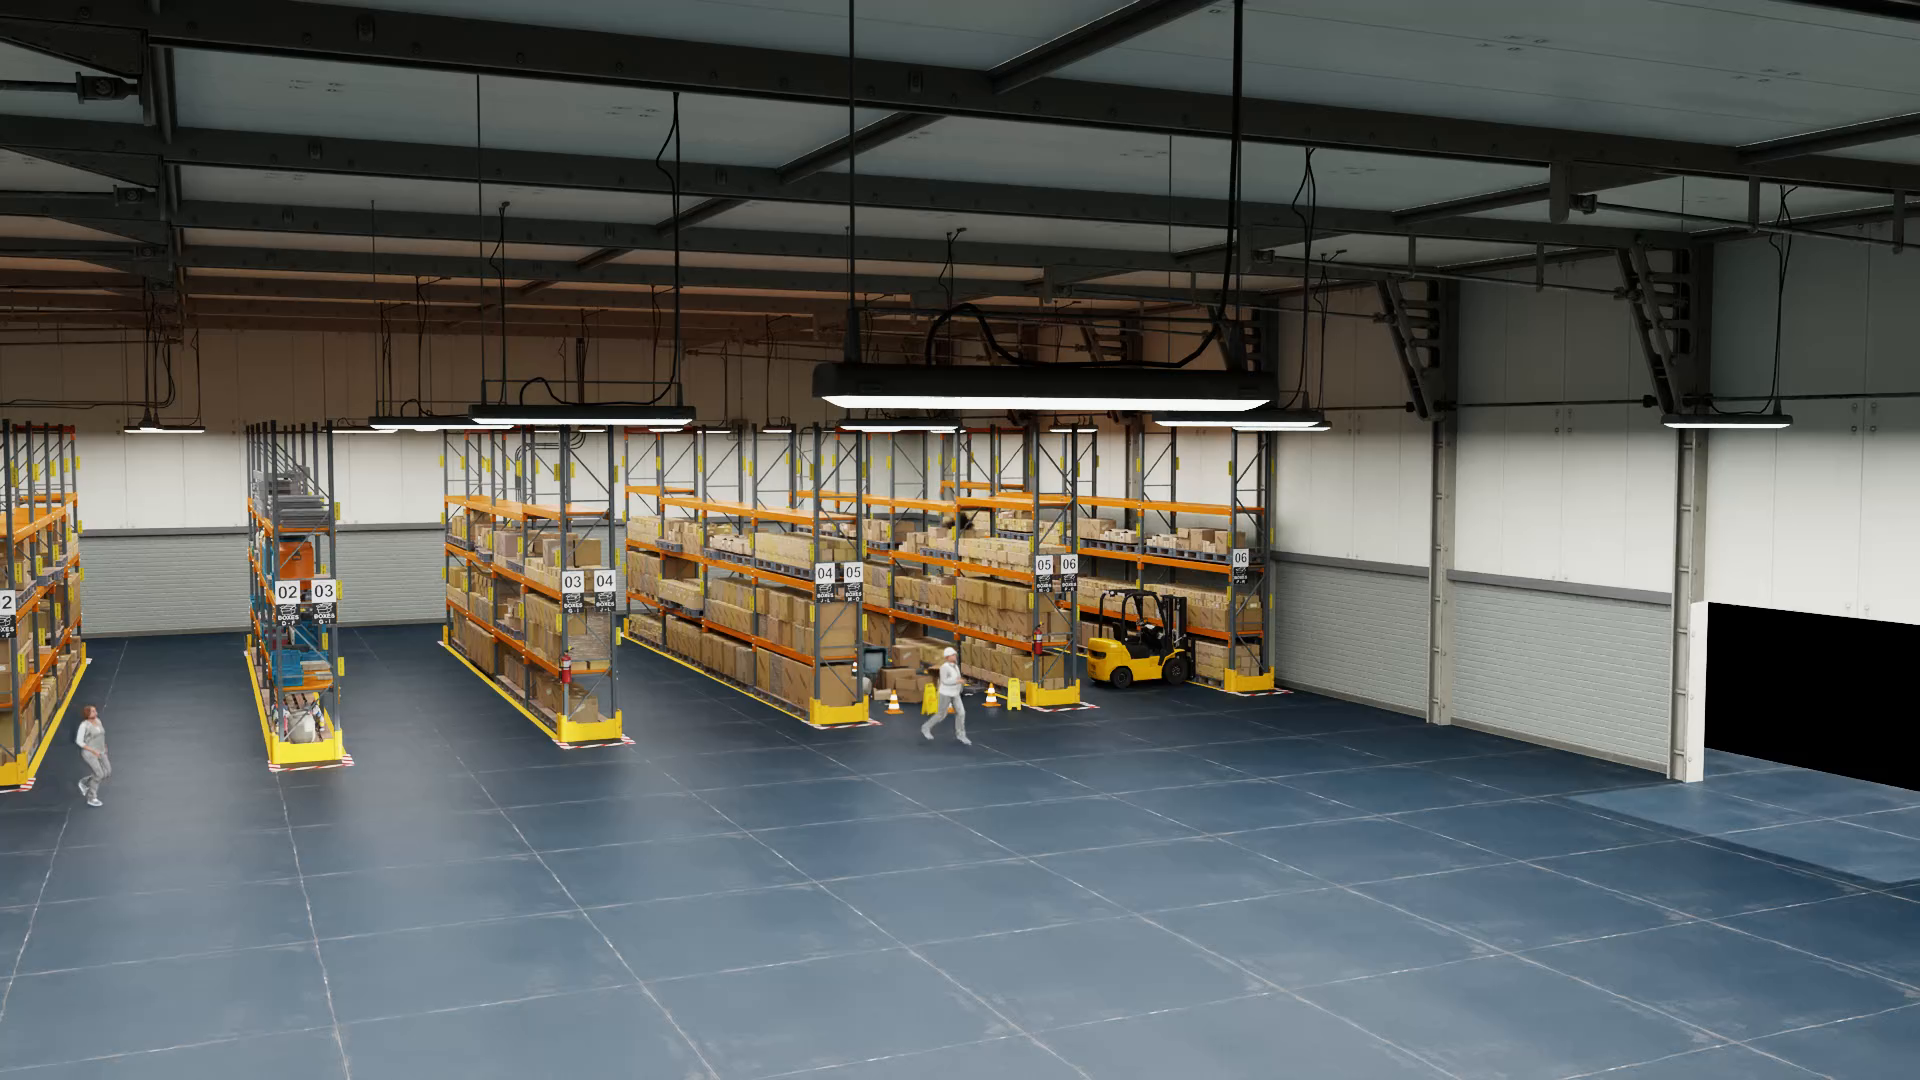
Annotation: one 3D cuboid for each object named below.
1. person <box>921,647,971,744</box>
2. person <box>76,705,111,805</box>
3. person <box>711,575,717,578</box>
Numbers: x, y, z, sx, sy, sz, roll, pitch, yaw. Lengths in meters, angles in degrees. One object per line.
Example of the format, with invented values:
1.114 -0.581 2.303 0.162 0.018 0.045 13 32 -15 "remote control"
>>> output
-0.245 2.896 31.018 0.945 1.808 0.665 2 4 28 "person"
-13.480 3.337 25.819 0.494 1.565 0.542 1 4 10 "person"
-6.987 1.879 47.379 0.690 1.739 0.944 -2 4 -29 "person"
